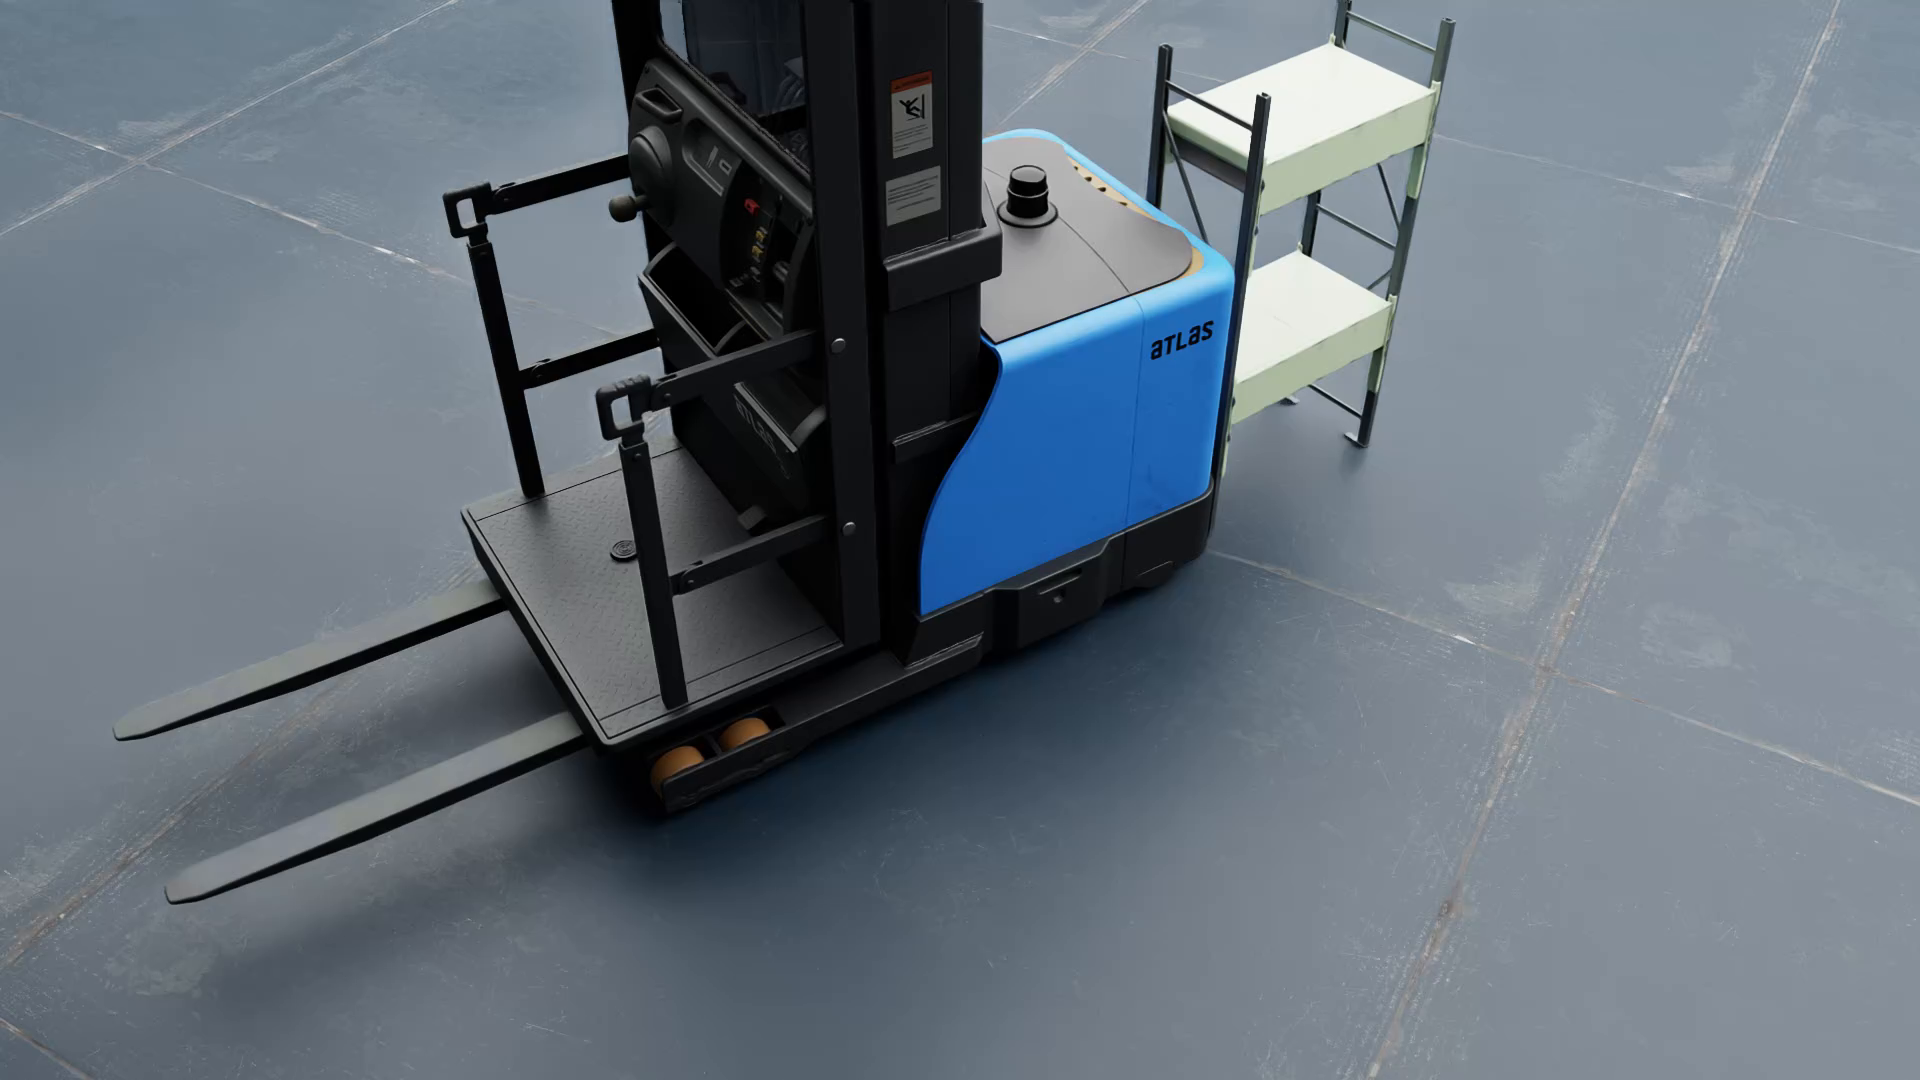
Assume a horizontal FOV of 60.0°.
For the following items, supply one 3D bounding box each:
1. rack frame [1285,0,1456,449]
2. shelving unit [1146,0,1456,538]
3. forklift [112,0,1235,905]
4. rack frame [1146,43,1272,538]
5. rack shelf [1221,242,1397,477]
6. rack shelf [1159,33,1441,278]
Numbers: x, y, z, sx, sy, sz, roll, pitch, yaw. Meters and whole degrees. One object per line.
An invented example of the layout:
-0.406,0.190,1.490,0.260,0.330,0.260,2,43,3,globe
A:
1.246,-0.978,5.225,0.023,1.500,0.400,-28,48,-28,rack frame
0.958,-0.828,5.055,0.755,1.500,0.431,-28,48,-28,shelving unit
-0.762,-0.787,3.926,3.031,2.935,1.130,-22,46,-23,forklift
0.671,-0.678,4.885,0.023,1.500,0.400,-28,48,-28,rack frame
0.958,-0.583,5.271,0.720,0.370,0.431,-28,48,-28,rack shelf
0.958,-1.121,4.798,0.720,0.370,0.431,-28,48,-28,rack shelf
